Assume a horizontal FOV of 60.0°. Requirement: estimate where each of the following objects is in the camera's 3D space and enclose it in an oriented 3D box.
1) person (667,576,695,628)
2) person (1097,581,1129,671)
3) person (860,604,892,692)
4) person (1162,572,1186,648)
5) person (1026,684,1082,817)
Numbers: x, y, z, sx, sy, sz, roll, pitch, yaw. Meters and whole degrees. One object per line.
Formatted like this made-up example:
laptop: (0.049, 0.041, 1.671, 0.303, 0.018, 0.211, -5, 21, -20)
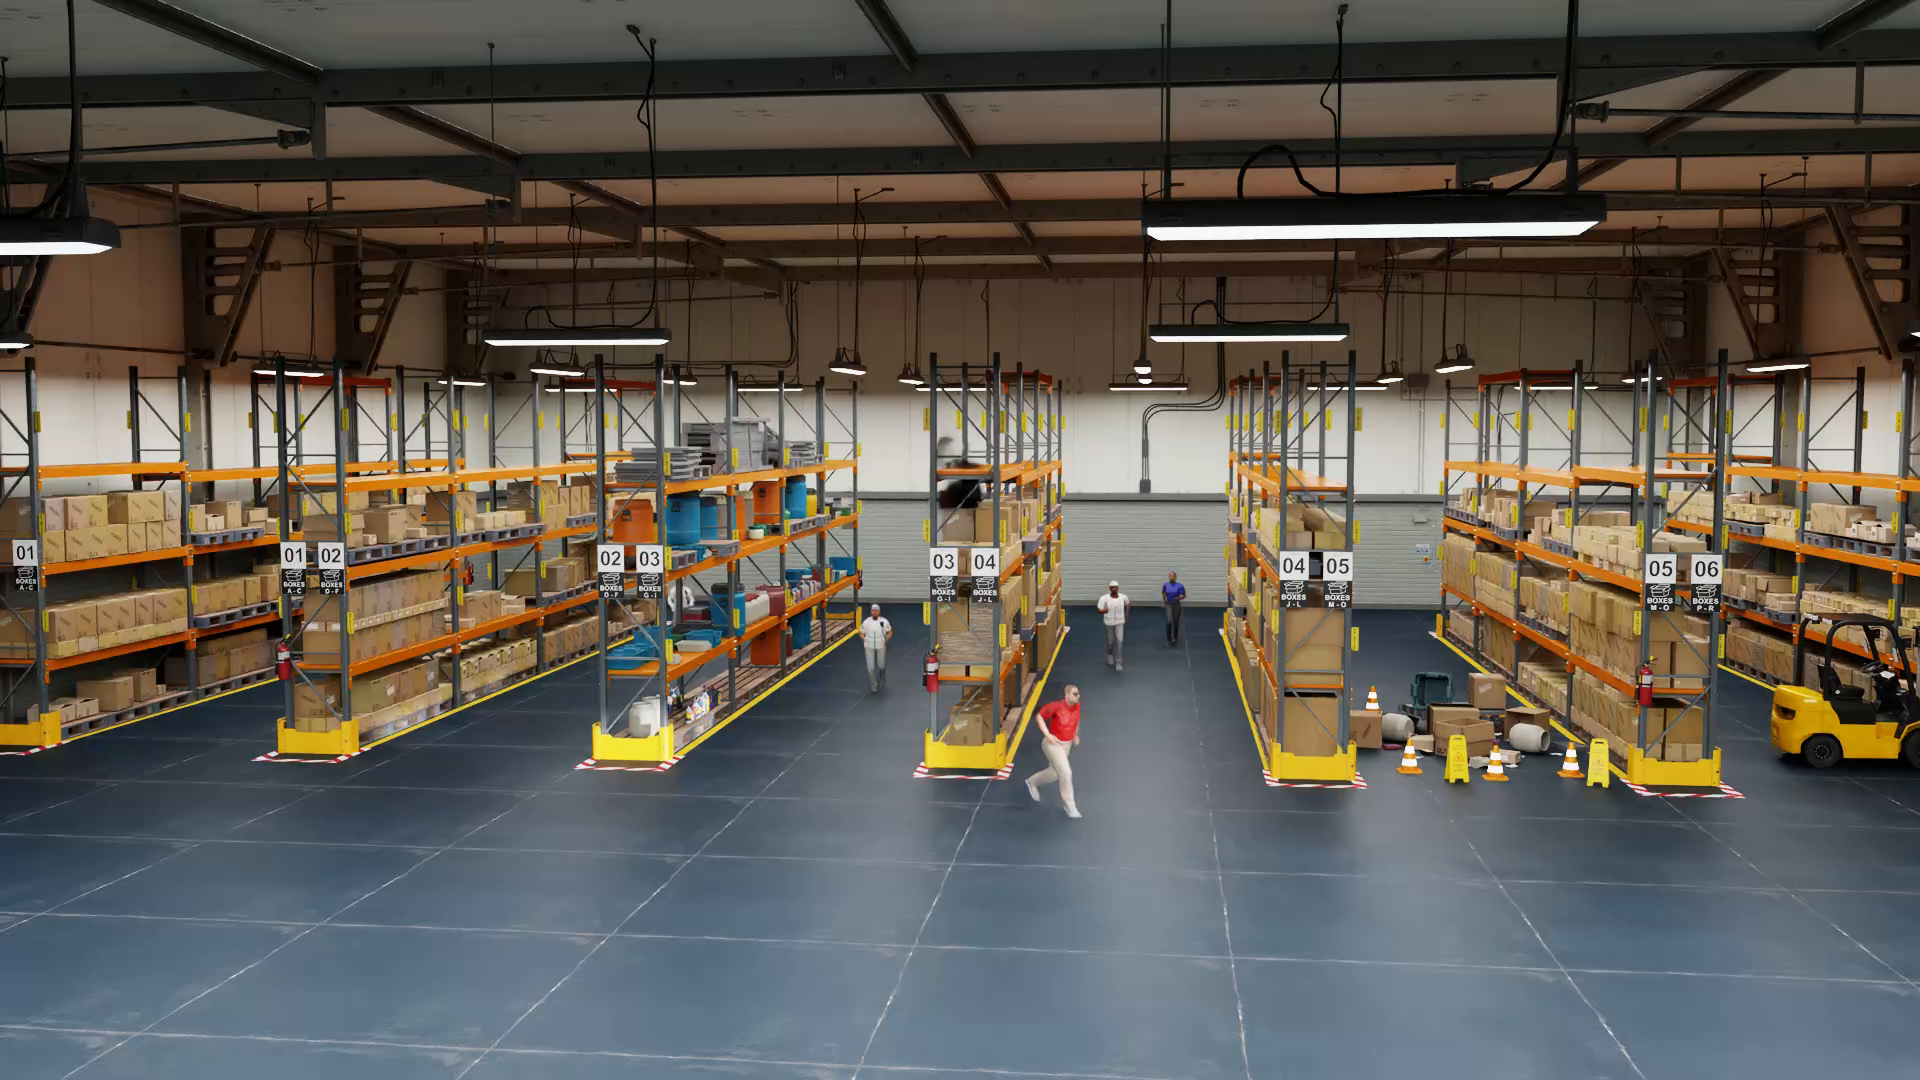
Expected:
person: (-6.173, 1.576, 36.770, 0.602, 1.652, 0.543, -1, 4, -8)
person: (3.116, 1.712, 33.716, 0.692, 1.787, 0.918, 0, 4, -1)
person: (-1.571, 2.008, 30.904, 0.602, 1.618, 0.548, 0, 4, 1)
person: (4.790, 1.554, 37.241, 0.560, 1.715, 0.752, 1, 4, 10)
person: (1.183, 2.687, 21.362, 0.677, 1.744, 0.961, -4, 6, -44)
